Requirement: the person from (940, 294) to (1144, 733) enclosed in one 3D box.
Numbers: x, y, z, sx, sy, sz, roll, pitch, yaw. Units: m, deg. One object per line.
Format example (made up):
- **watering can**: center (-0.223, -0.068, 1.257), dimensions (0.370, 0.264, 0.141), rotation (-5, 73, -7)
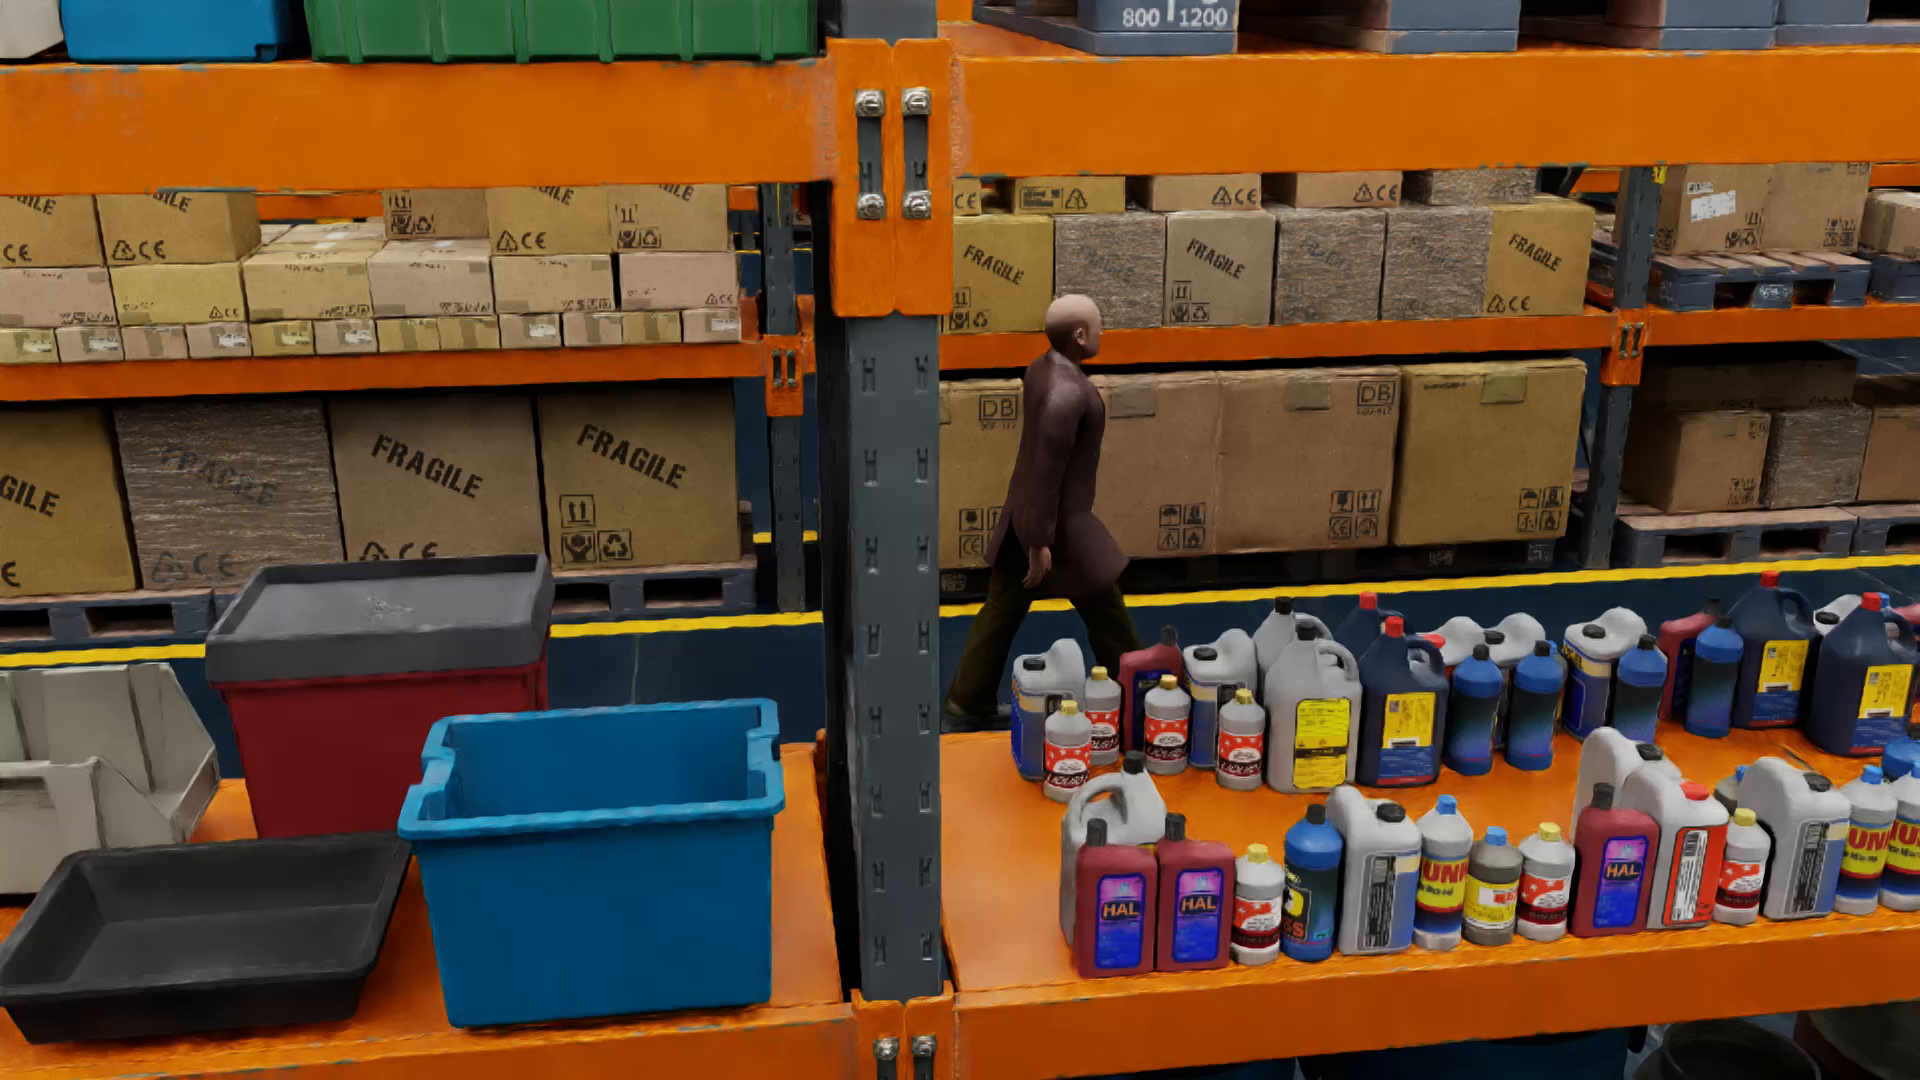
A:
- **person**: center (0.430, -0.092, 6.355), dimensions (1.046, 1.723, 0.607), rotation (-5, 20, -15)
